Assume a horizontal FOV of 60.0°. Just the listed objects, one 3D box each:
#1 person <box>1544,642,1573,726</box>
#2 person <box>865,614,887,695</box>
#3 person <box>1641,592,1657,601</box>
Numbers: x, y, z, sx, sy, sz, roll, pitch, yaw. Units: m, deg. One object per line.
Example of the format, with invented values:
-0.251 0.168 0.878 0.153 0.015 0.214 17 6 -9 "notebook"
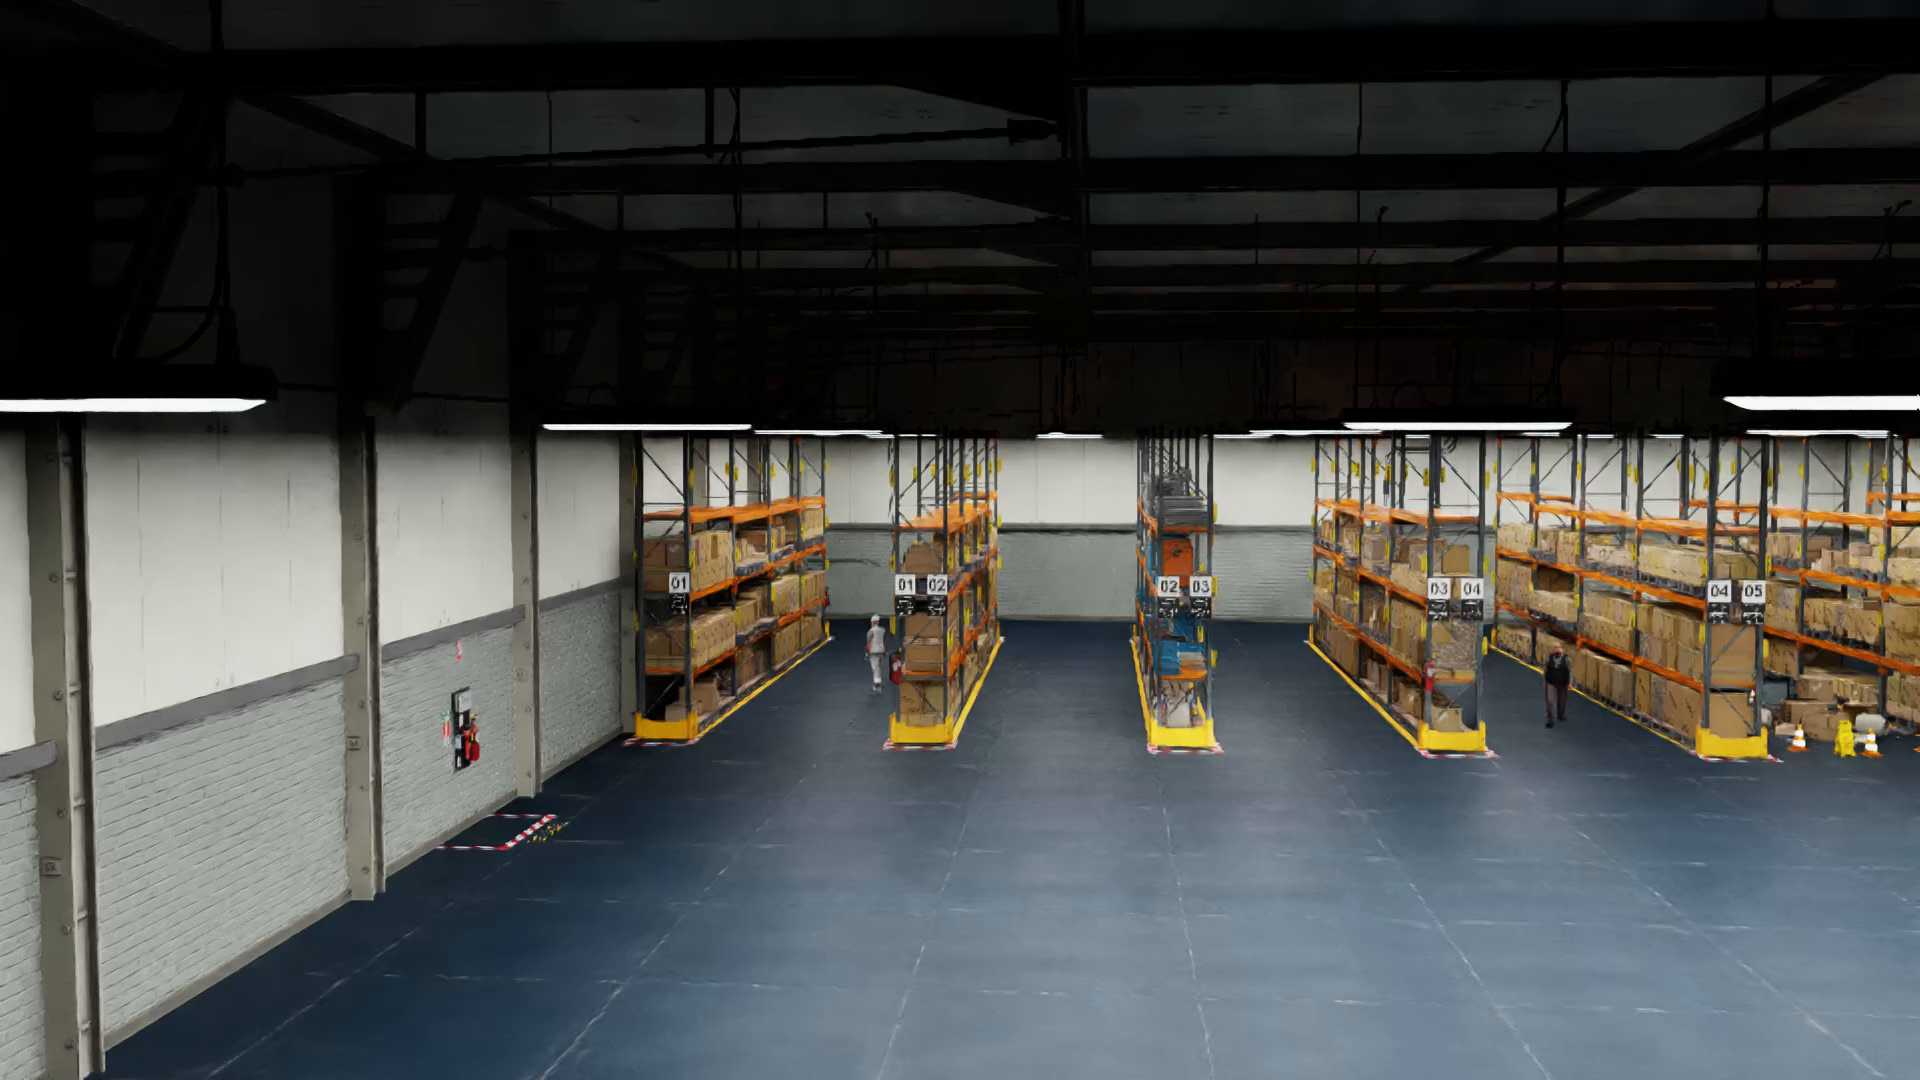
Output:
11.996 2.880 33.348 0.557 1.684 0.927 1 4 20 "person"
-1.914 2.560 37.504 0.577 1.785 0.655 3 4 37 "person"
20.169 1.952 48.729 0.466 1.666 0.593 -2 4 -30 "person"
